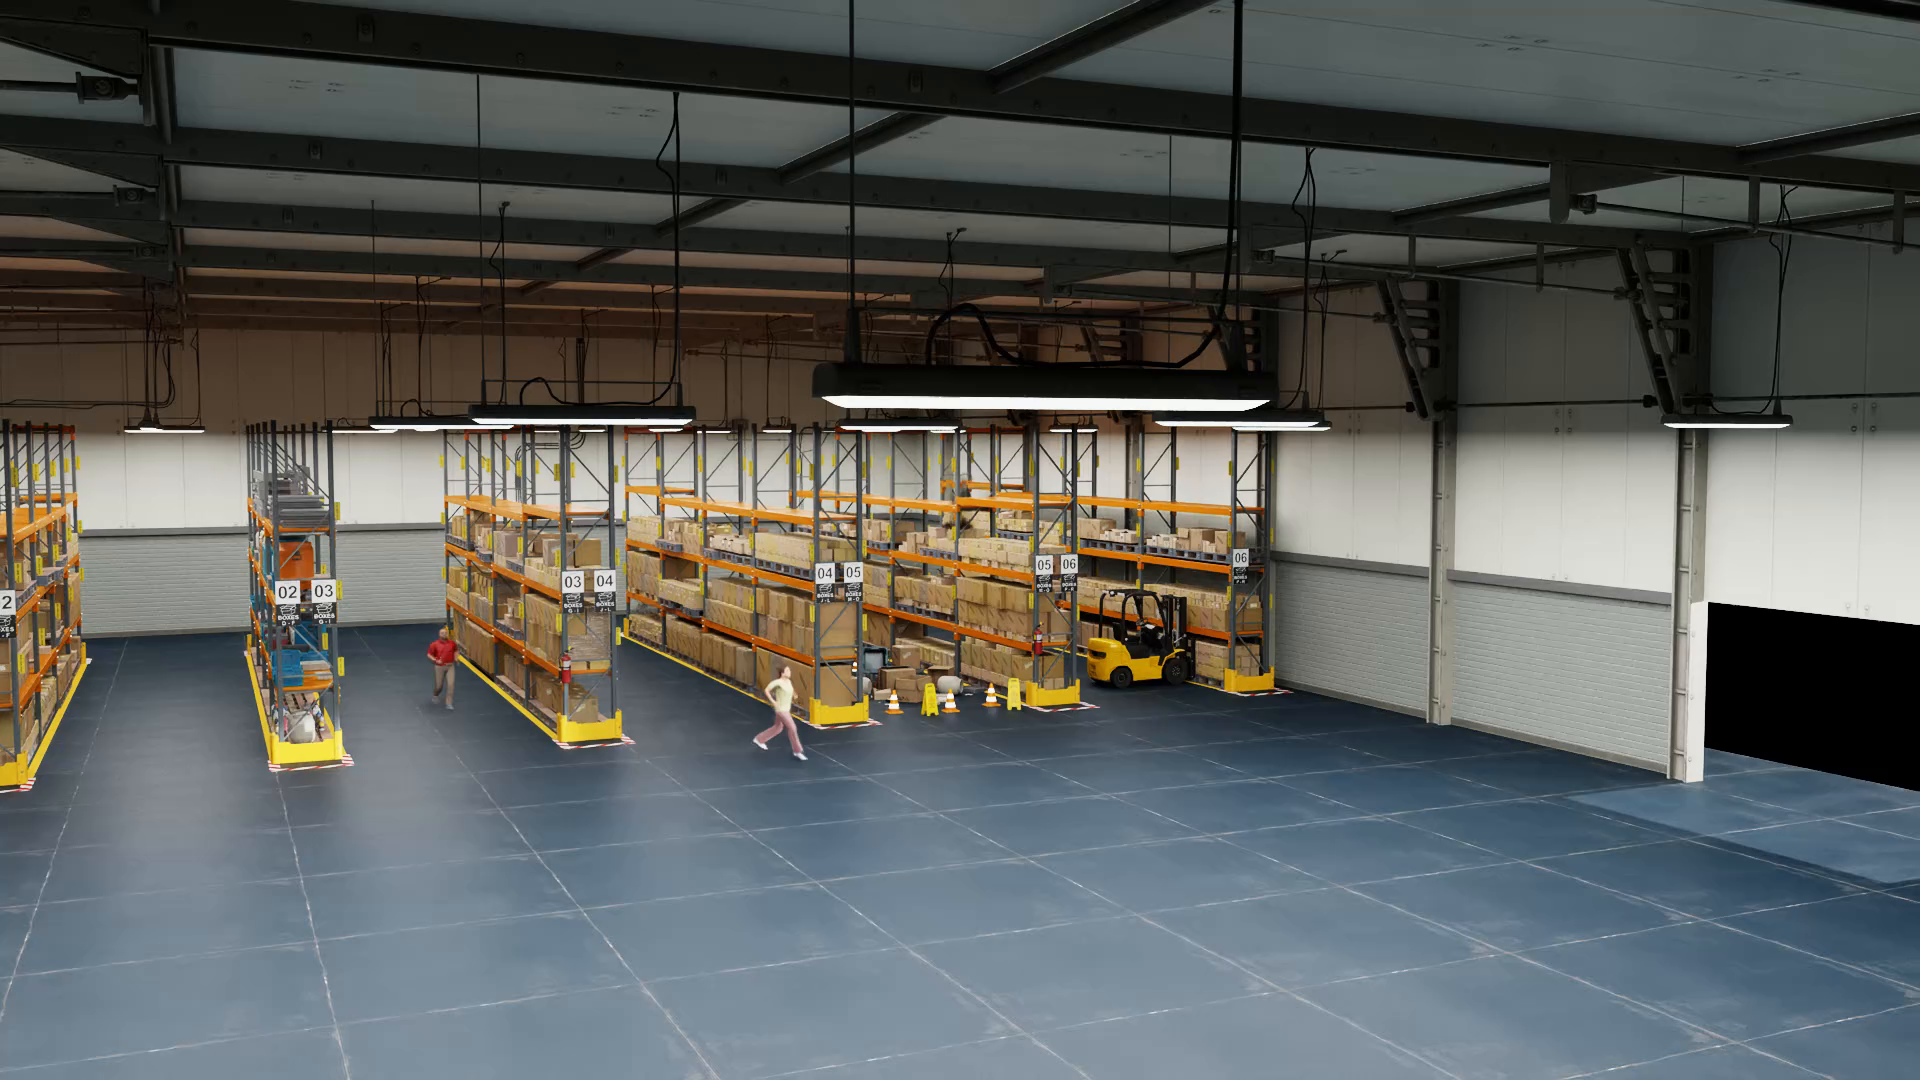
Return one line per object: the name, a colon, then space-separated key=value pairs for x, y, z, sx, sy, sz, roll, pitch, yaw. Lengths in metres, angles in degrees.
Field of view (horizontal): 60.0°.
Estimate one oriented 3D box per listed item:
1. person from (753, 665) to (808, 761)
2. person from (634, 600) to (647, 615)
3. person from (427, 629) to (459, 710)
person: x=-3.186 y=3.055 z=29.538 sx=1.071 sy=1.704 sz=0.531 roll=1 pitch=4 yaw=14
person: x=-9.292 y=1.878 z=48.820 sx=0.742 sy=1.661 sz=0.608 roll=-1 pitch=4 yaw=-10
person: x=-10.827 y=2.695 z=34.908 sx=0.674 sy=1.682 sz=0.782 roll=-2 pitch=4 yaw=-32
